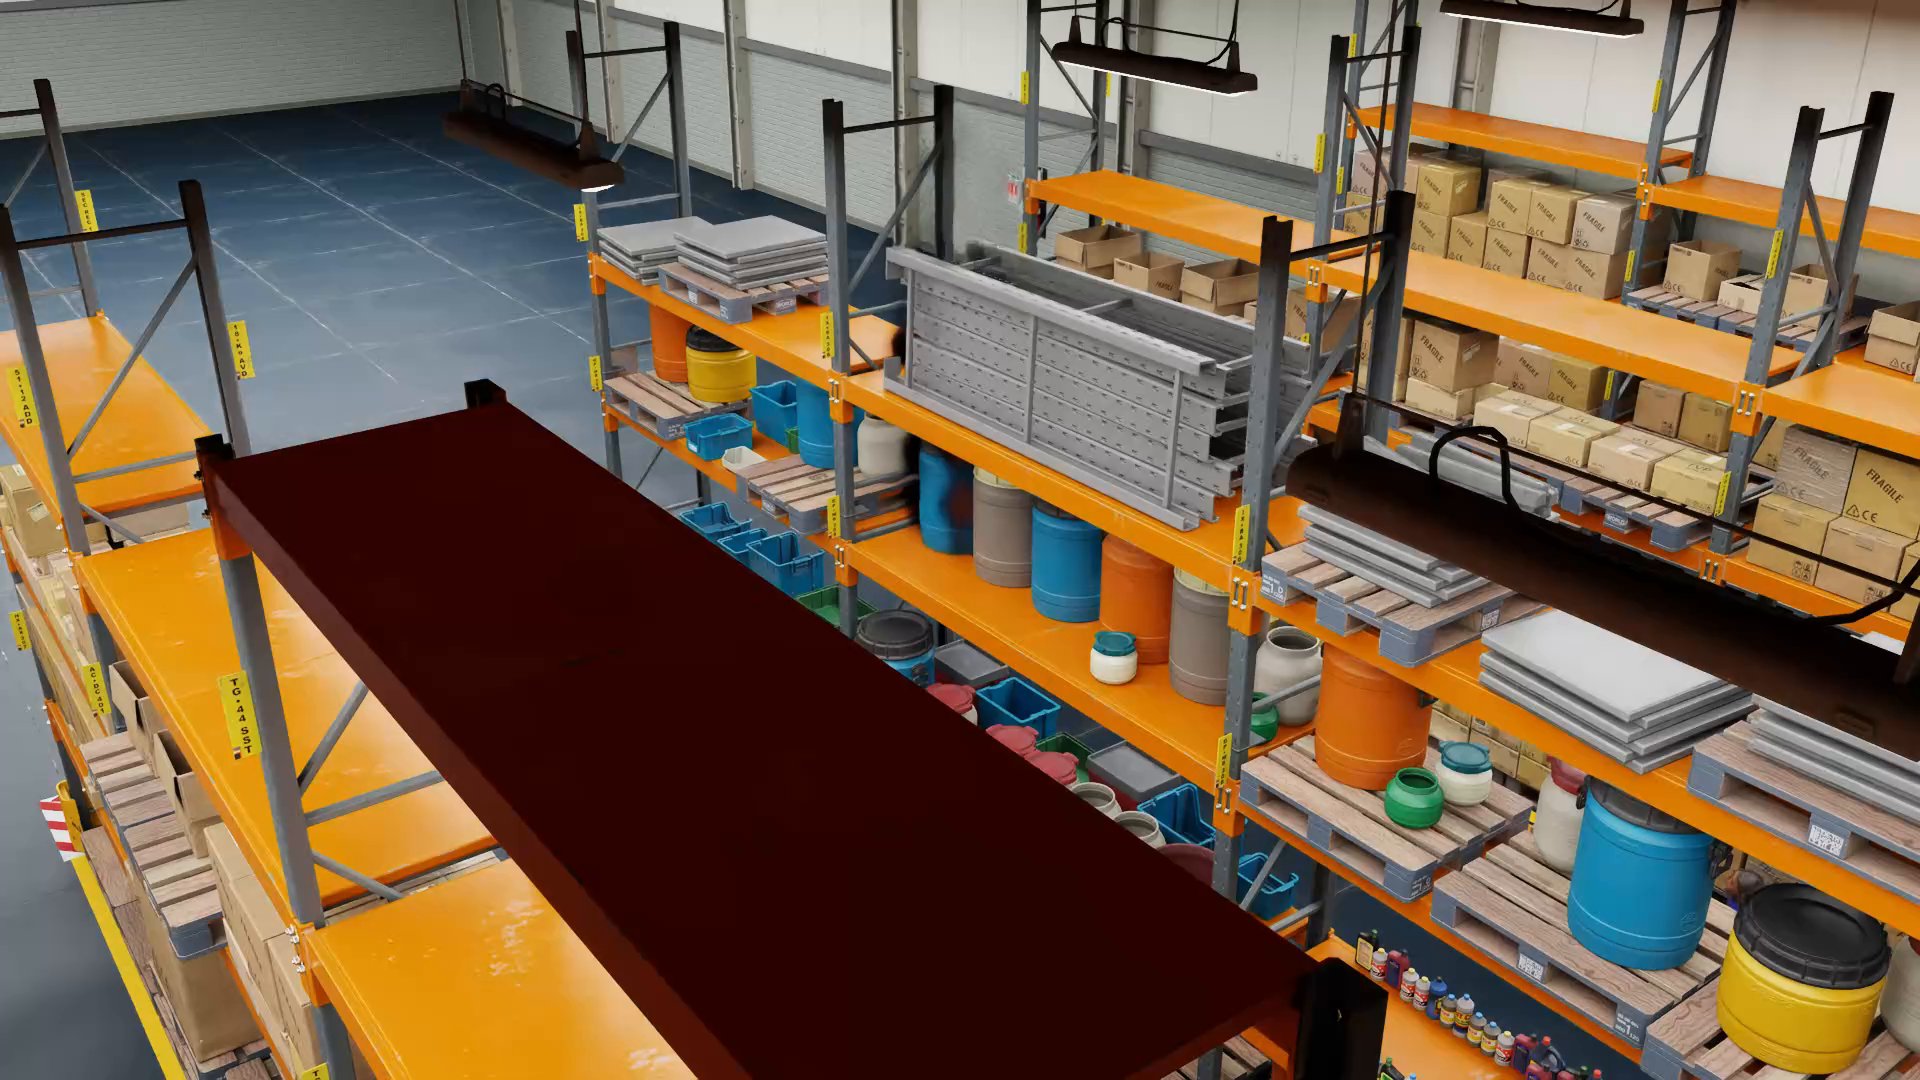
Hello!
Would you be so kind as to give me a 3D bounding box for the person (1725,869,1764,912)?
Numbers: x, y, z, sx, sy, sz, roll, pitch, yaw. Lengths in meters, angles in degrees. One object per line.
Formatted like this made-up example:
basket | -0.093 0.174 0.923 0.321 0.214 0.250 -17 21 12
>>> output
person | 4.962 2.860 10.872 0.548 1.649 0.681 -18 30 -34
